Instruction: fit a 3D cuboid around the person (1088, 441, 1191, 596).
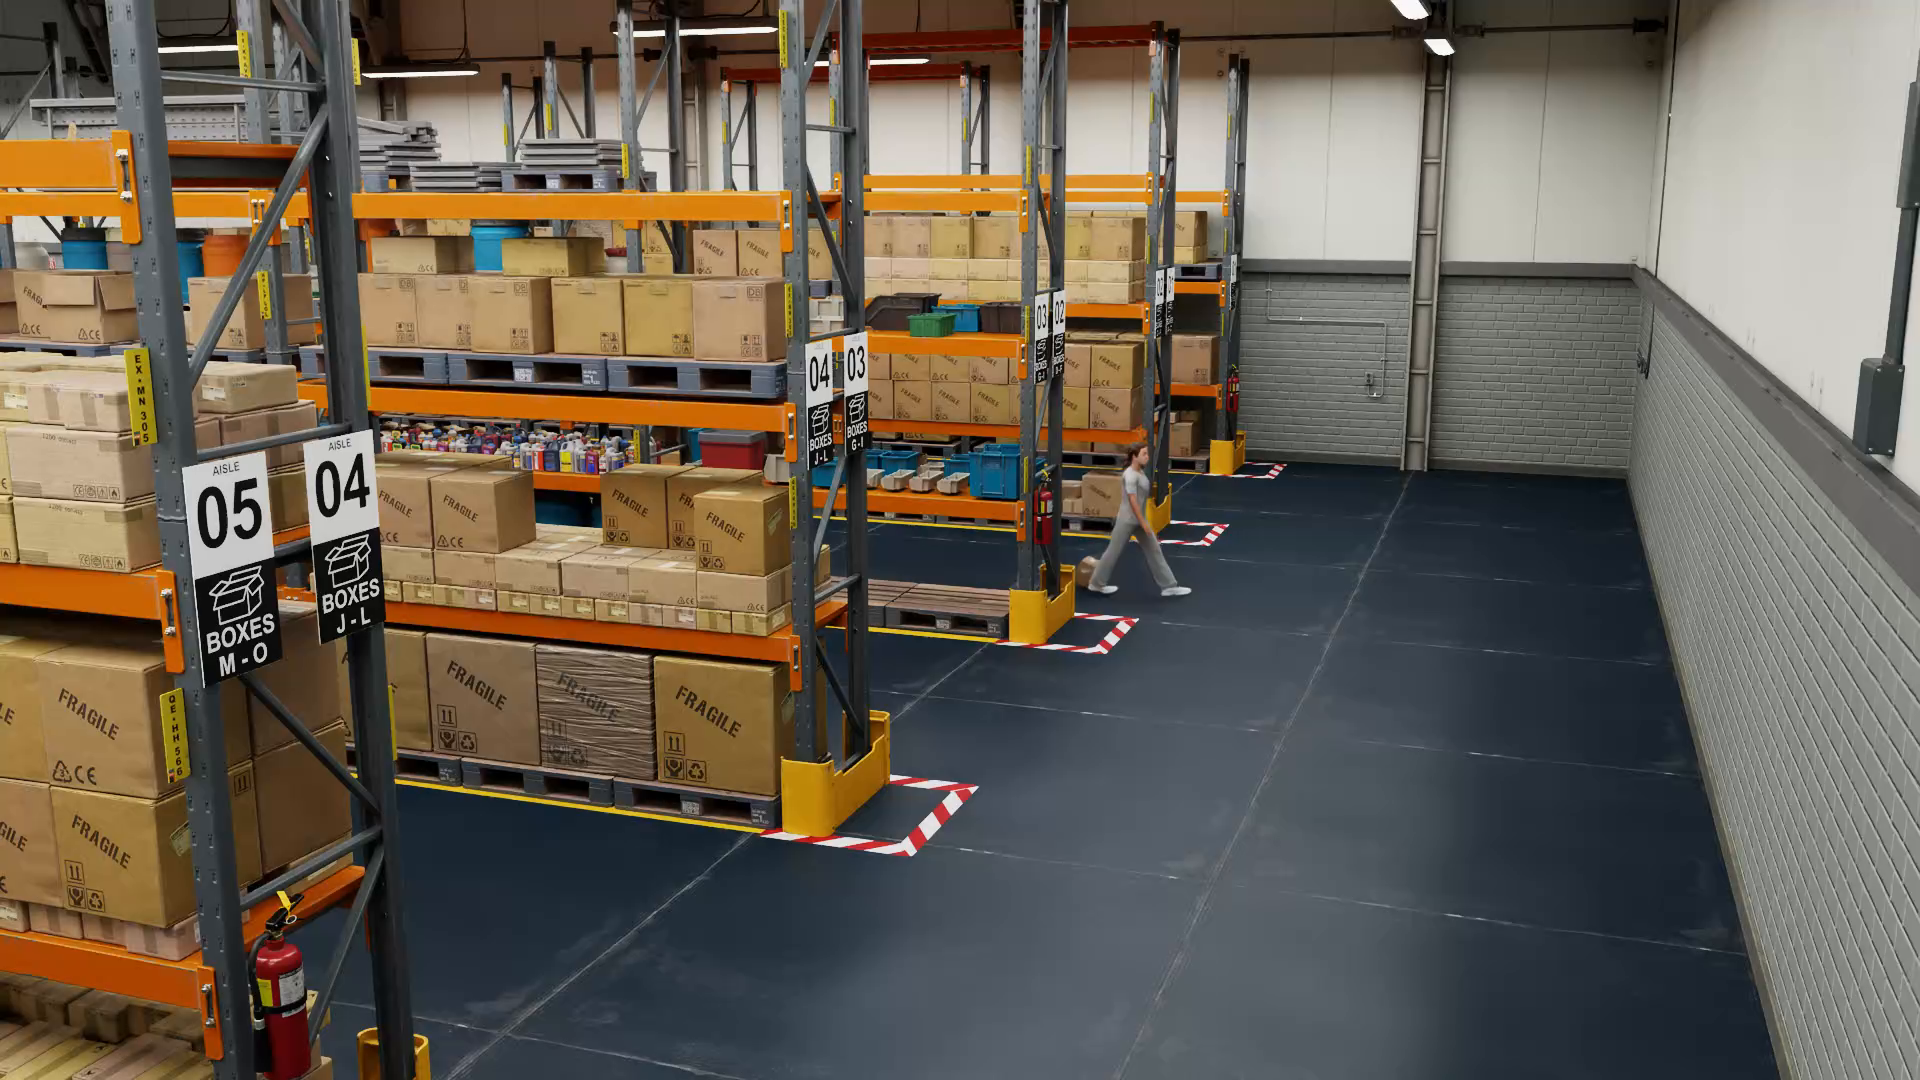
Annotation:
[{"bbox_3d":[1.815,-0.208,16.928,1.053,1.597,0.453,5,13,24],"label":"person"}]
